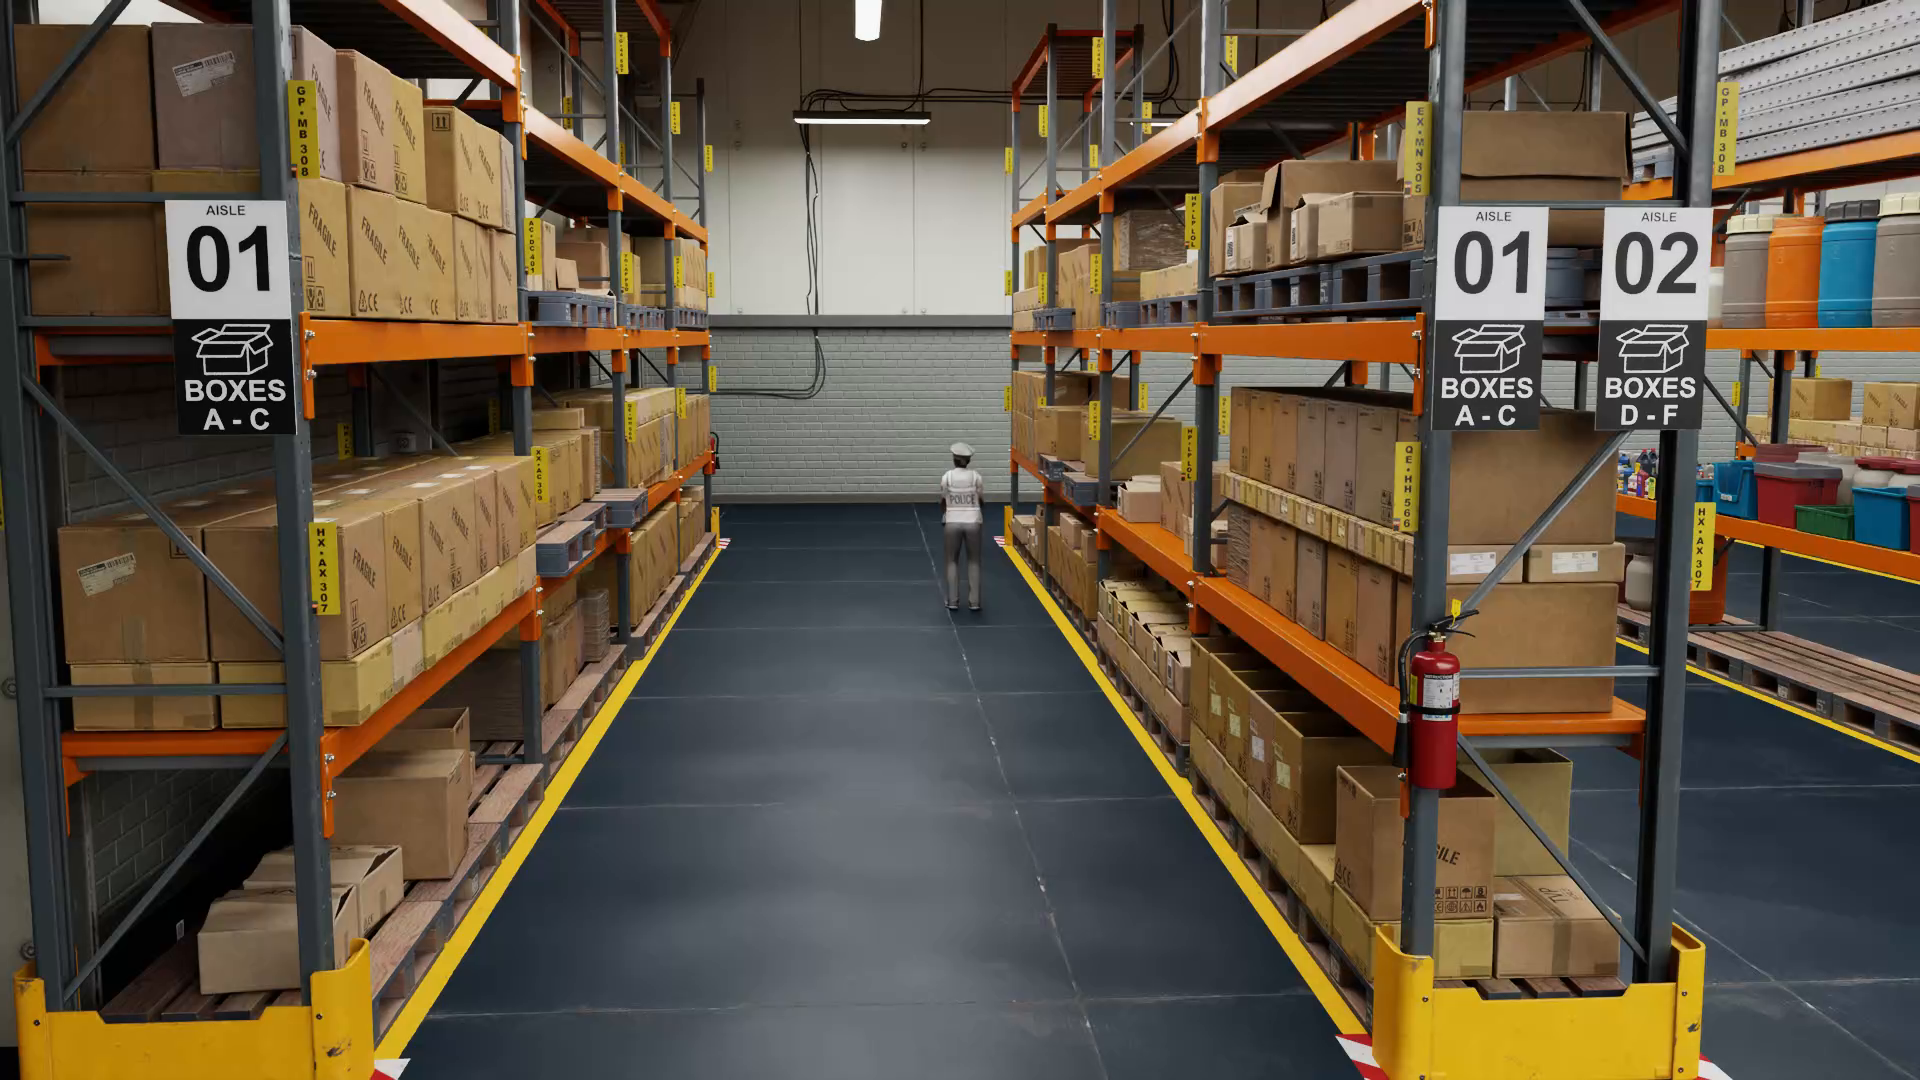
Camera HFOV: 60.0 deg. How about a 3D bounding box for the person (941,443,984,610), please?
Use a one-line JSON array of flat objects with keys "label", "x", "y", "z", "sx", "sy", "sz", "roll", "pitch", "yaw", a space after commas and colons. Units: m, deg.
[{"label": "person", "x": 0.020, "y": -0.139, "z": 16.820, "sx": 0.441, "sy": 1.688, "sz": 0.514, "roll": 0, "pitch": 7, "yaw": -4}]
